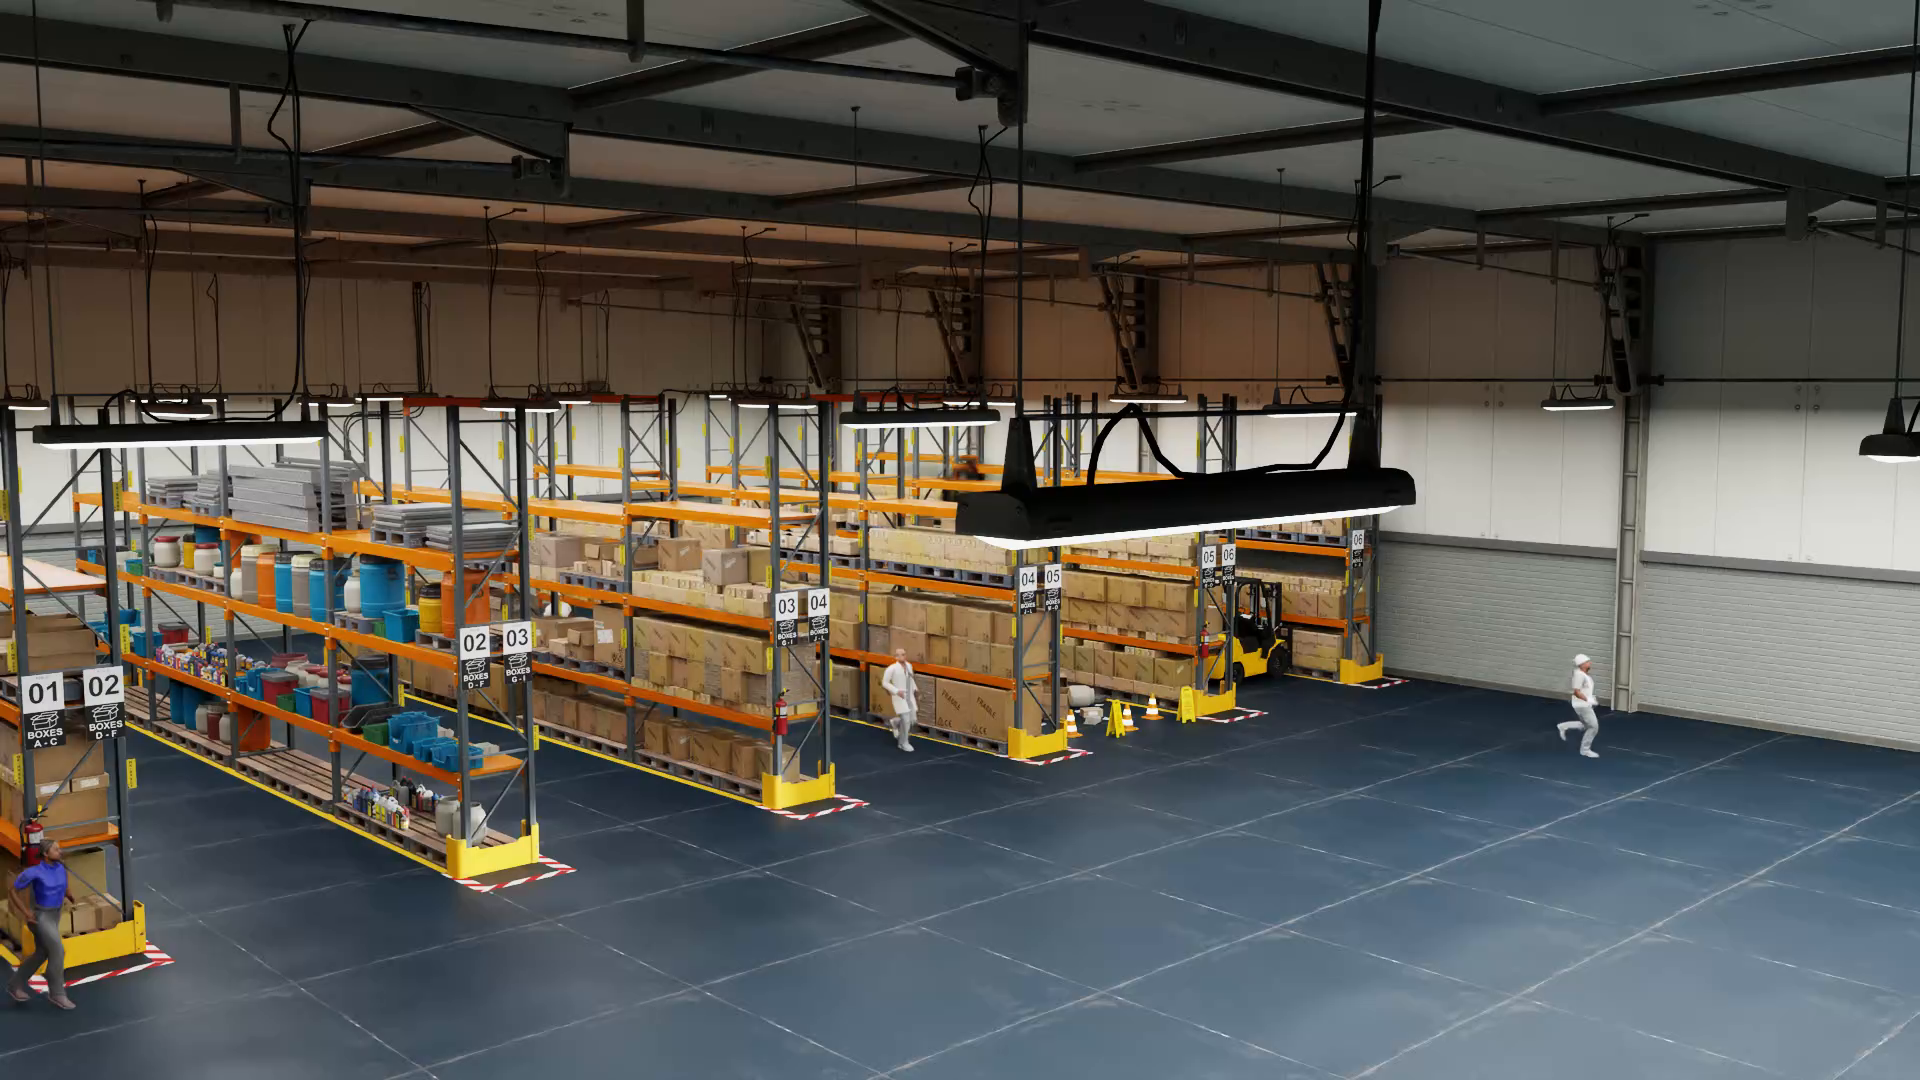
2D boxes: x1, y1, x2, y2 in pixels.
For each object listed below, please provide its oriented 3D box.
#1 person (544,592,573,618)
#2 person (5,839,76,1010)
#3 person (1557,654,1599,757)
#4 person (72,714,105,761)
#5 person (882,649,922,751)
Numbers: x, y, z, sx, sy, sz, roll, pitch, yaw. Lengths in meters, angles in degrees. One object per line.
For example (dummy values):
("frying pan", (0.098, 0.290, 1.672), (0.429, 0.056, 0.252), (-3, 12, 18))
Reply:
("person", (-8.694, 1.965, 36.244), (0.712, 1.729, 0.639), (-4, 7, -35))
("person", (-9.308, 3.890, 16.929), (0.755, 1.686, 0.569), (0, 6, 0))
("person", (10.430, 2.776, 28.025), (0.672, 1.721, 0.702), (2, 6, 18))
("person", (-14.510, 2.795, 27.606), (0.960, 1.696, 0.662), (5, 7, 41))
("person", (-1.027, 2.724, 28.505), (0.705, 1.739, 0.632), (-5, 8, -44))
